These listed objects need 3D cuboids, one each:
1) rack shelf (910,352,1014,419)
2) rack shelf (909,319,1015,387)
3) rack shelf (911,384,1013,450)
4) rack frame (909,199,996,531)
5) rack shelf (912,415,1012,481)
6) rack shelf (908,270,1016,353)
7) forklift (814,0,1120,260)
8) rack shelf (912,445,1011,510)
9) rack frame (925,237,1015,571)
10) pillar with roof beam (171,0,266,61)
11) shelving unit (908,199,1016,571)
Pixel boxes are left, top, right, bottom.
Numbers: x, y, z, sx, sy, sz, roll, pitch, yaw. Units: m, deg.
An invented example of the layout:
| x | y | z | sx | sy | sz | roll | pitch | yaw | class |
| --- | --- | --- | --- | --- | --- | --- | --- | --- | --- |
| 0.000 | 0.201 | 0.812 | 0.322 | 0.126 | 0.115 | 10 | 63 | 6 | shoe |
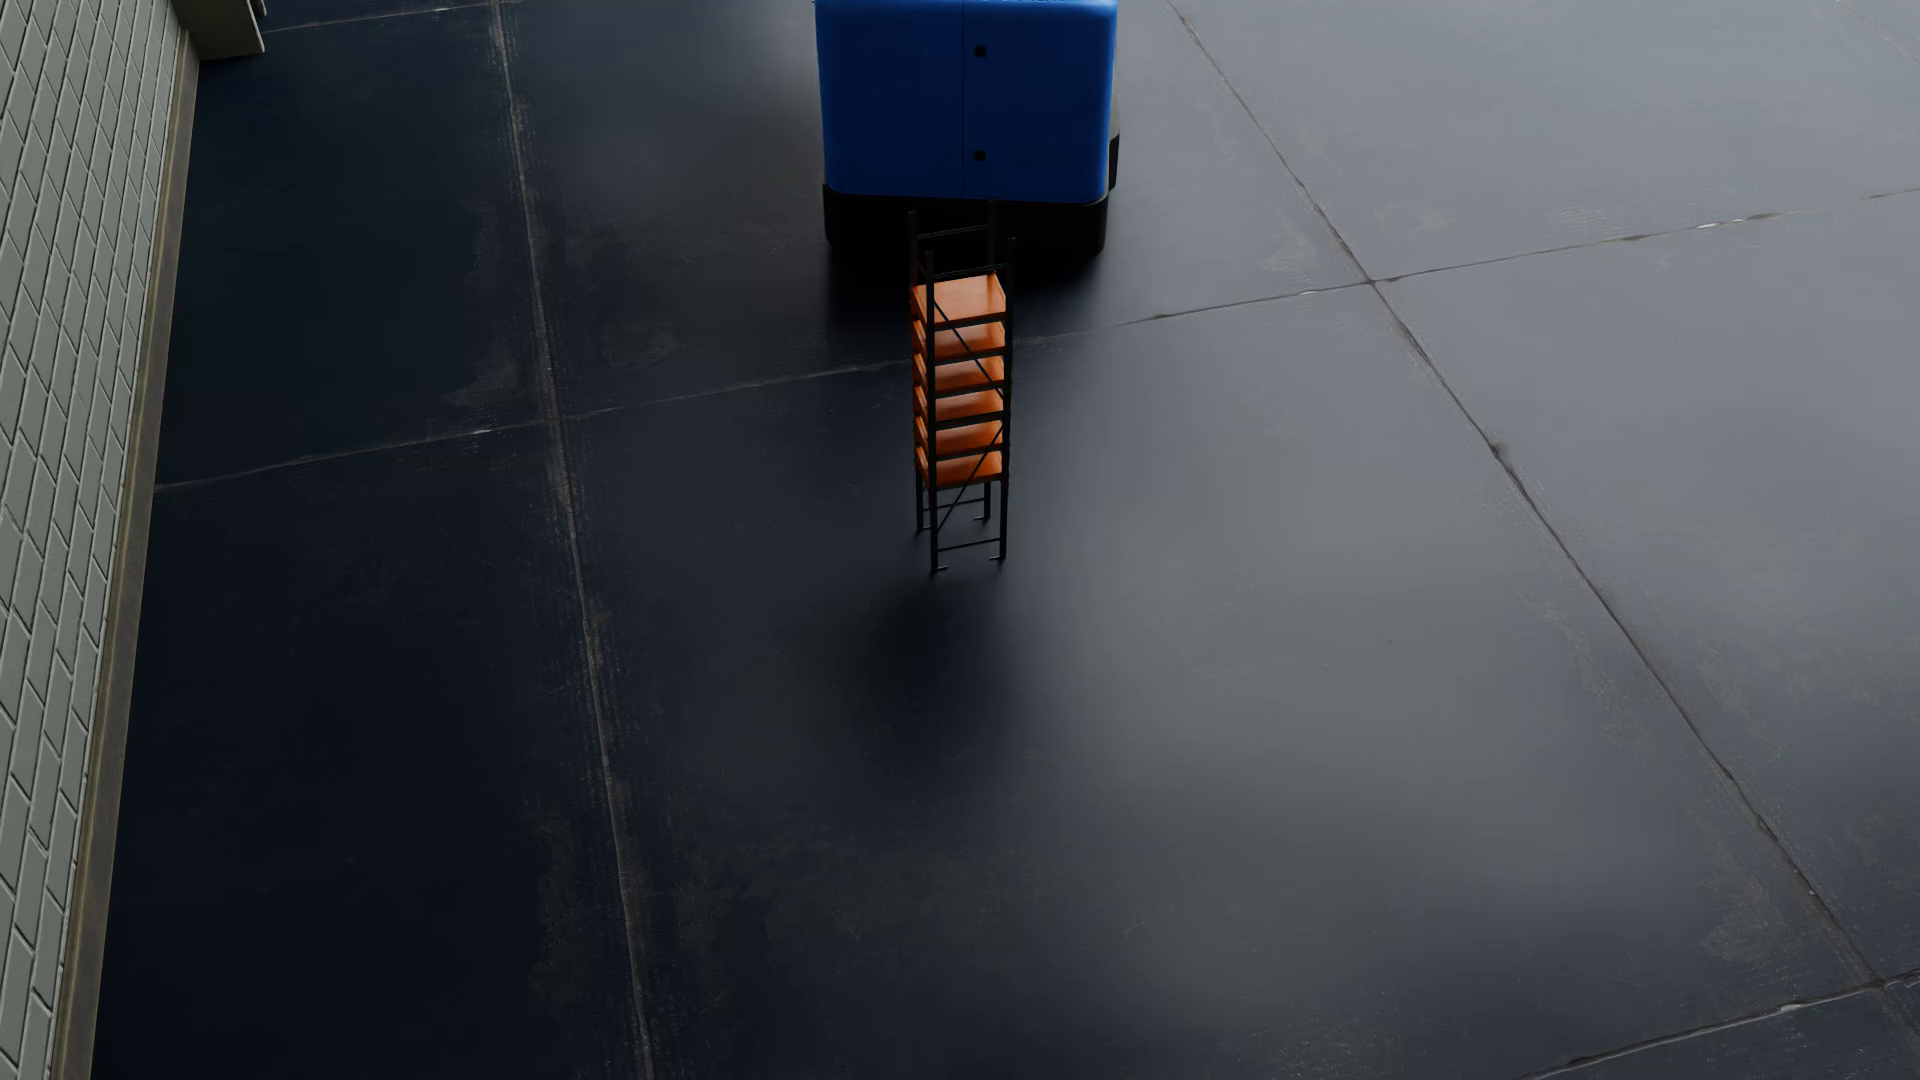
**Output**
| x | y | z | sx | sy | sz | roll | pitch | yaw | class |
| --- | --- | --- | --- | --- | --- | --- | --- | --- | --- |
| 0.004 | -0.463 | 4.758 | 0.258 | 0.103 | 0.180 | -11 | 47 | -10 | rack shelf |
| 0.004 | -0.547 | 4.672 | 0.258 | 0.103 | 0.180 | -11 | 47 | -10 | rack shelf |
| 0.004 | -0.379 | 4.843 | 0.258 | 0.103 | 0.180 | -11 | 47 | -10 | rack shelf |
| -0.020 | -0.473 | 4.874 | 0.240 | 1.200 | 0.006 | -11 | 47 | -10 | rack frame |
| 0.004 | -0.295 | 4.929 | 0.258 | 0.103 | 0.180 | -11 | 47 | -10 | rack shelf |
| 0.004 | -0.631 | 4.586 | 0.258 | 0.103 | 0.180 | -11 | 47 | -10 | rack shelf |
| 0.118 | -3.111 | 6.247 | 1.130 | 2.935 | 3.031 | 3 | 46 | 3 | forklift |
| 0.004 | -0.211 | 5.015 | 0.258 | 0.103 | 0.180 | -11 | 47 | -10 | rack shelf |
| 0.027 | -0.347 | 4.750 | 0.240 | 1.200 | 0.006 | -11 | 47 | -10 | rack frame |
| 0.878 | -6.204 | 5.029 | 9.100 | 9.000 | 0.400 | -11 | 47 | -10 | pillar with roof beam |
| 0.004 | -0.410 | 4.812 | 0.258 | 1.200 | 0.189 | -11 | 47 | -10 | shelving unit |
